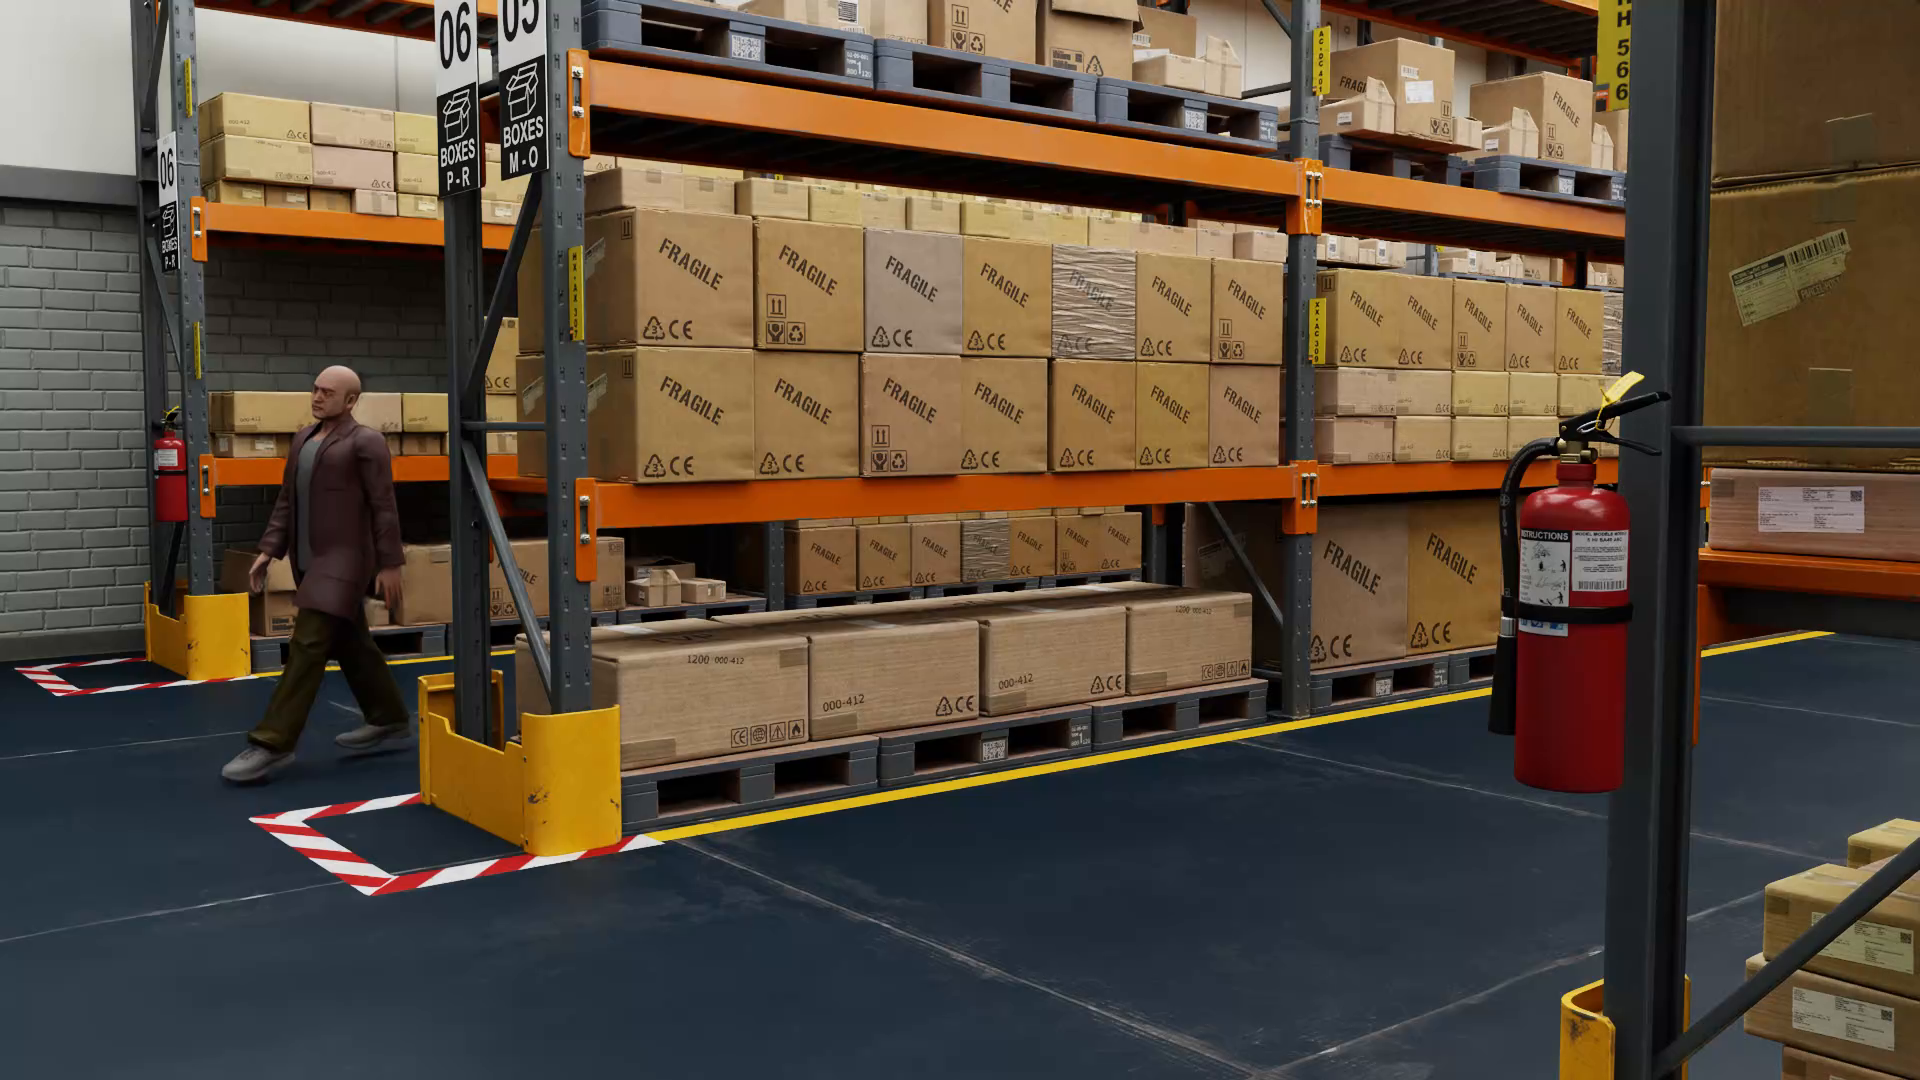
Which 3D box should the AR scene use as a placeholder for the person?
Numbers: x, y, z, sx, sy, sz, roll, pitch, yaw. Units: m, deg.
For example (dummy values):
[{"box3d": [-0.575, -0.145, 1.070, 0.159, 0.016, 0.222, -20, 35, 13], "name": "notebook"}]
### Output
[{"box3d": [-2.831, 0.109, 7.282, 0.654, 1.734, 1.015, 3, 5, 36], "name": "person"}]
